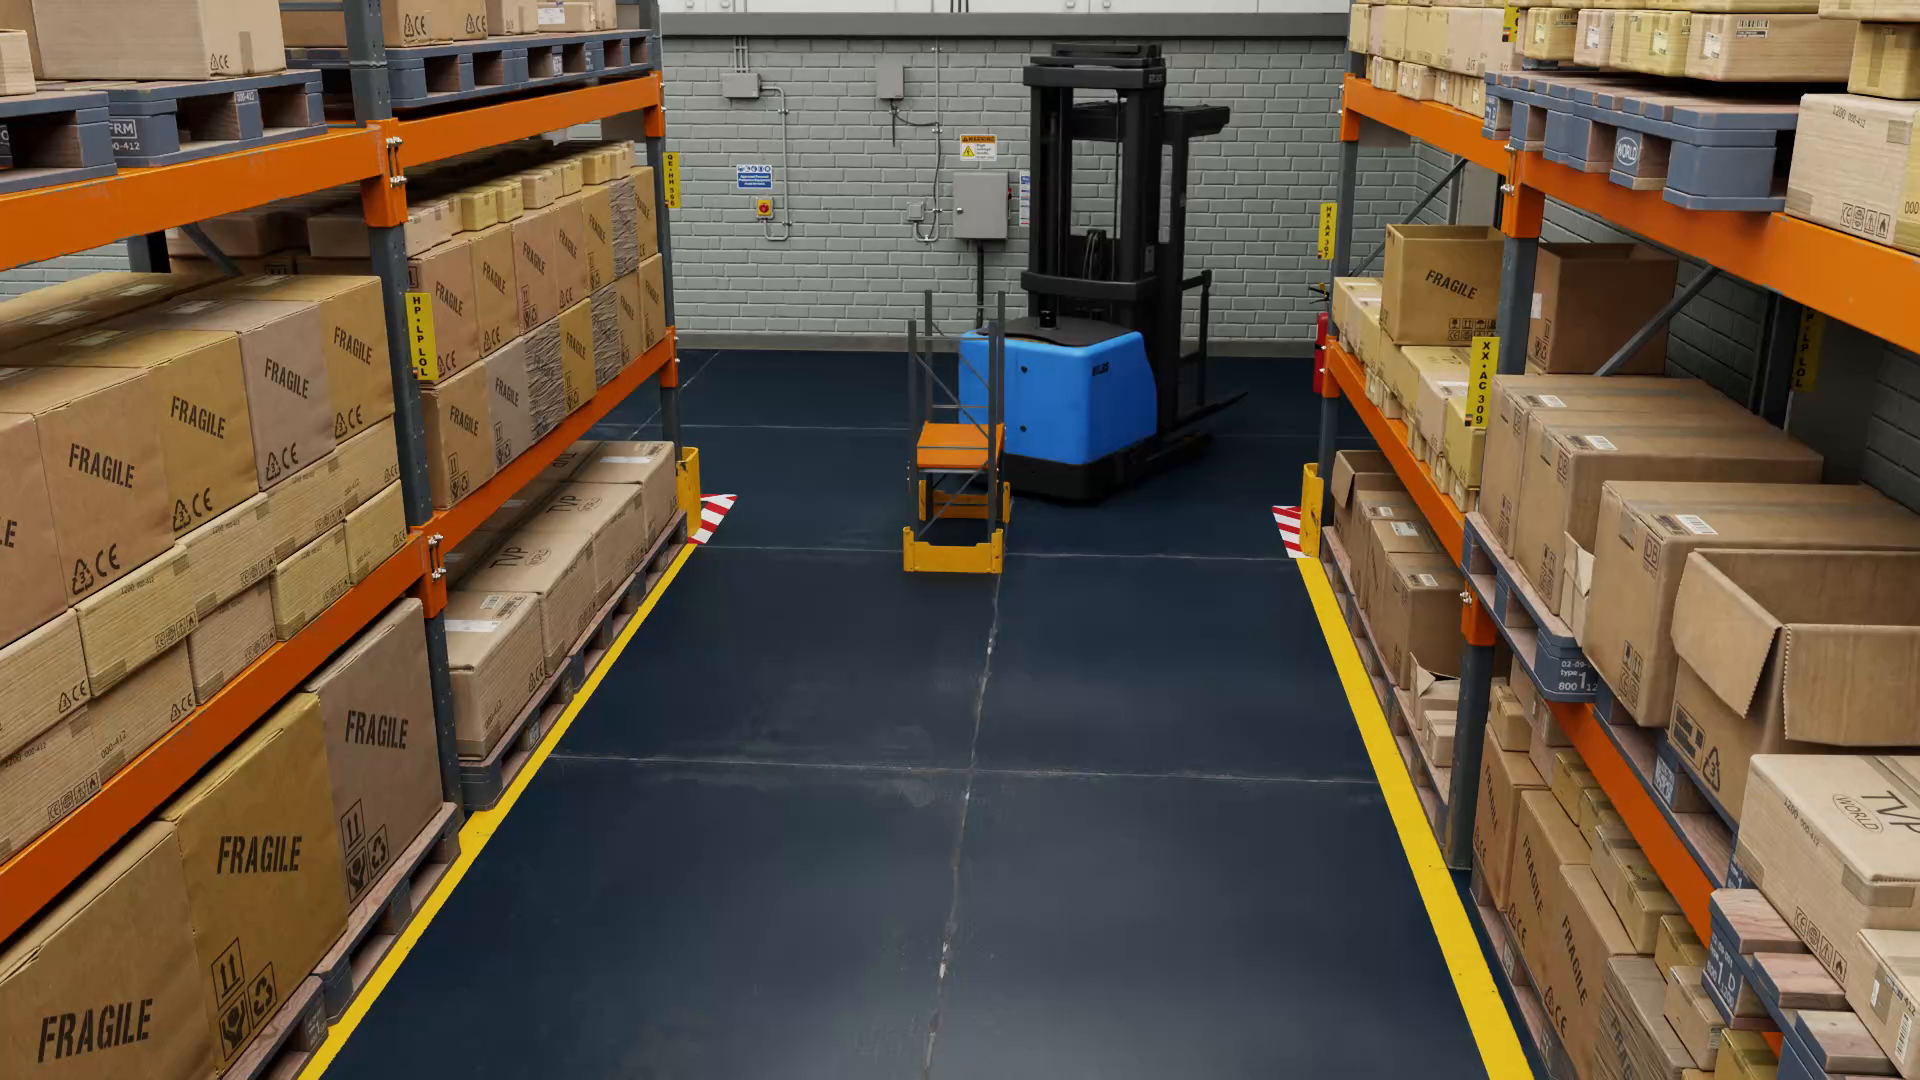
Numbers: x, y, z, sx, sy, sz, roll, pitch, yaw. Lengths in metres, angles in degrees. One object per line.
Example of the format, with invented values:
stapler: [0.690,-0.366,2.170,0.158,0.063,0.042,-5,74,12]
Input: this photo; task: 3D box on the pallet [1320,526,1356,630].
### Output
pallet: [2.632,0.213,9.436,1.003,0.211,1.213,1,18,4]

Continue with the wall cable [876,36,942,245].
wall cable: [-0.461,-3.700,15.266,0.588,1.984,0.122,1,18,4]

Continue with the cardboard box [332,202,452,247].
cardboard box: [-2.260,-1.254,6.626,0.380,0.149,0.250,2,18,5]

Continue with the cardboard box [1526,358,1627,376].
cardboard box: [2.780,-0.676,7.431,0.500,0.250,0.500,2,18,5]

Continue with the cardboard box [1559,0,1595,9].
cardboard box: [1.940,-1.591,4.734,0.380,0.149,0.250,1,18,3]

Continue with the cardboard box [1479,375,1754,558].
cardboard box: [2.150,-0.243,5.514,0.700,0.500,0.500,2,18,5]

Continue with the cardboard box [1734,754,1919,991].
cardboard box: [1.873,0.637,3.227,0.500,0.250,0.500,0,18,1]

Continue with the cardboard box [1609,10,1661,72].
cardboard box: [1.918,-1.294,4.305,0.380,0.149,0.250,1,18,3]

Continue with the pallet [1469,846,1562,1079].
pallet: [2.387,1.437,5.699,1.003,0.211,1.213,1,18,4]

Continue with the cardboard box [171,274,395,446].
cardboard box: [-2.325,-0.630,5.761,0.500,0.500,0.500,2,18,6]

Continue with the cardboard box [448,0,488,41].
cardboard box: [-2.479,-2.392,7.089,0.797,0.503,0.637,3,18,8]

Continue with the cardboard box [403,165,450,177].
cardboard box: [-2.712,-1.740,8.107,0.380,0.149,0.250,1,18,3]

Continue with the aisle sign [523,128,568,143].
aisle sign: [-2.541,-2.758,9.847,0.394,0.787,0.004,1,18,4]

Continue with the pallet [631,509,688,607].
pallet: [-2.236,0.082,9.835,1.003,0.211,1.213,1,18,4]

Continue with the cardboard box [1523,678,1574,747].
cardboard box: [2.145,0.584,5.643,0.380,0.149,0.250,0,18,1]

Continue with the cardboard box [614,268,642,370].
cardboard box: [-2.079,-1.230,9.199,0.500,0.500,0.500,1,18,3]

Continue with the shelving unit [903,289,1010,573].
shelving unit: [-0.005,-0.689,10.117,0.587,1.500,1.083,1,18,4]

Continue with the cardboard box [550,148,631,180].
cardboard box: [-2.012,-2.047,9.045,0.380,0.149,0.250,1,18,3]

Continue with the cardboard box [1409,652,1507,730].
cardboard box: [2.180,0.668,7.285,0.396,0.266,0.258,2,18,6]

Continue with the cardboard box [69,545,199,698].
cardboard box: [-2.412,0.201,4.432,0.500,0.250,0.500,2,18,5]

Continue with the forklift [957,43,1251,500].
forklift: [1.218,-2.059,12.000,1.130,2.935,3.031,12,22,32]

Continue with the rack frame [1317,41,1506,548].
rack frame: [2.694,-1.384,9.829,1.000,3.000,0.127,1,18,4]

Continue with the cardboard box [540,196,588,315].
cardboard box: [-2.139,-1.389,8.077,0.500,0.500,0.500,1,18,4]

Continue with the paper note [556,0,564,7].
paper note: [-1.827,-2.455,7.600,0.006,0.032,0.123,1,18,4]

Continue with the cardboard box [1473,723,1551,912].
cardboard box: [2.148,0.992,5.919,0.500,0.500,0.500,2,18,6]

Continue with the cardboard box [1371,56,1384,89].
cardboard box: [2.291,-2.360,8.394,0.380,0.149,0.250,2,18,5]

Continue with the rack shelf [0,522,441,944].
rack shelf: [-2.687,0.712,4.589,1.077,0.370,4.000,1,18,4]

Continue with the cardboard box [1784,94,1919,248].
cardboard box: [1.986,-0.730,3.257,0.500,0.250,0.500,1,18,4]

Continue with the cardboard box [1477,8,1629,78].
cardboard box: [2.192,-1.793,6.022,0.500,0.250,0.500,1,18,4]

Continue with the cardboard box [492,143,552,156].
cardboard box: [-2.507,-2.137,9.321,0.380,0.149,0.250,2,18,5]

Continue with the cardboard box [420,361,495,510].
cardboard box: [-2.249,-0.439,6.784,0.500,0.500,0.500,2,18,6]

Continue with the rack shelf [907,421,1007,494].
rack shelf: [-0.006,-0.515,10.165,0.538,0.185,1.000,1,18,4]

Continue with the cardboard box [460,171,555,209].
cardboard box: [-2.134,-1.647,7.824,0.380,0.149,0.250,1,18,4]

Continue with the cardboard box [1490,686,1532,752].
cardboard box: [2.116,0.644,5.939,0.380,0.149,0.250,2,18,7]

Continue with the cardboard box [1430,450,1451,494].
cardboard box: [2.170,-0.290,6.893,0.380,0.149,0.250,2,18,5]

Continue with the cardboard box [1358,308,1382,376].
cardboard box: [2.324,-1.005,8.436,0.500,0.250,0.500,1,18,3]

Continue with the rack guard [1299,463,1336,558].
rack guard: [2.689,-0.173,10.147,1.175,0.500,0.348,1,18,4]

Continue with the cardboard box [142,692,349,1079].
cardboard box: [-2.566,1.034,5.188,0.875,0.875,0.875,2,18,6]

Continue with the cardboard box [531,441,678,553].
cardboard box: [-2.205,-0.268,9.865,0.875,0.438,0.875,1,18,2]

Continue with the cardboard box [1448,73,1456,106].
cardboard box: [2.258,-1.884,6.941,0.380,0.149,0.250,2,18,6]

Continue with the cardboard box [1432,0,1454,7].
cardboard box: [2.276,-2.352,6.926,0.500,0.250,0.500,2,18,5]

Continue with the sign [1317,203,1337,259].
sign: [2.153,-1.807,9.731,0.100,0.325,0.005,1,18,4]

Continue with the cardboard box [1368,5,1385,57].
cardboard box: [2.374,-2.589,8.454,0.500,0.250,0.500,2,18,5]

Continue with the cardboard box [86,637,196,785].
cardboard box: [-2.450,0.440,4.504,0.500,0.250,0.500,1,18,4]

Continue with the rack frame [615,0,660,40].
rack frame: [-2.257,-4.344,9.230,1.000,3.000,0.127,1,18,4]

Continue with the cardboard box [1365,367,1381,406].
cardboard box: [2.255,-0.770,8.358,0.380,0.149,0.250,1,18,2]

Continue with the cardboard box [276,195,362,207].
cardboard box: [-2.684,-1.342,6.892,0.380,0.149,0.250,1,18,4]

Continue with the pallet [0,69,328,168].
pallet: [-2.560,-1.300,5.063,0.805,0.209,1.217,1,18,2]

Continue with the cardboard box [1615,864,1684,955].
cardboard box: [2.085,1.051,4.697,0.380,0.149,0.250,2,18,6]
